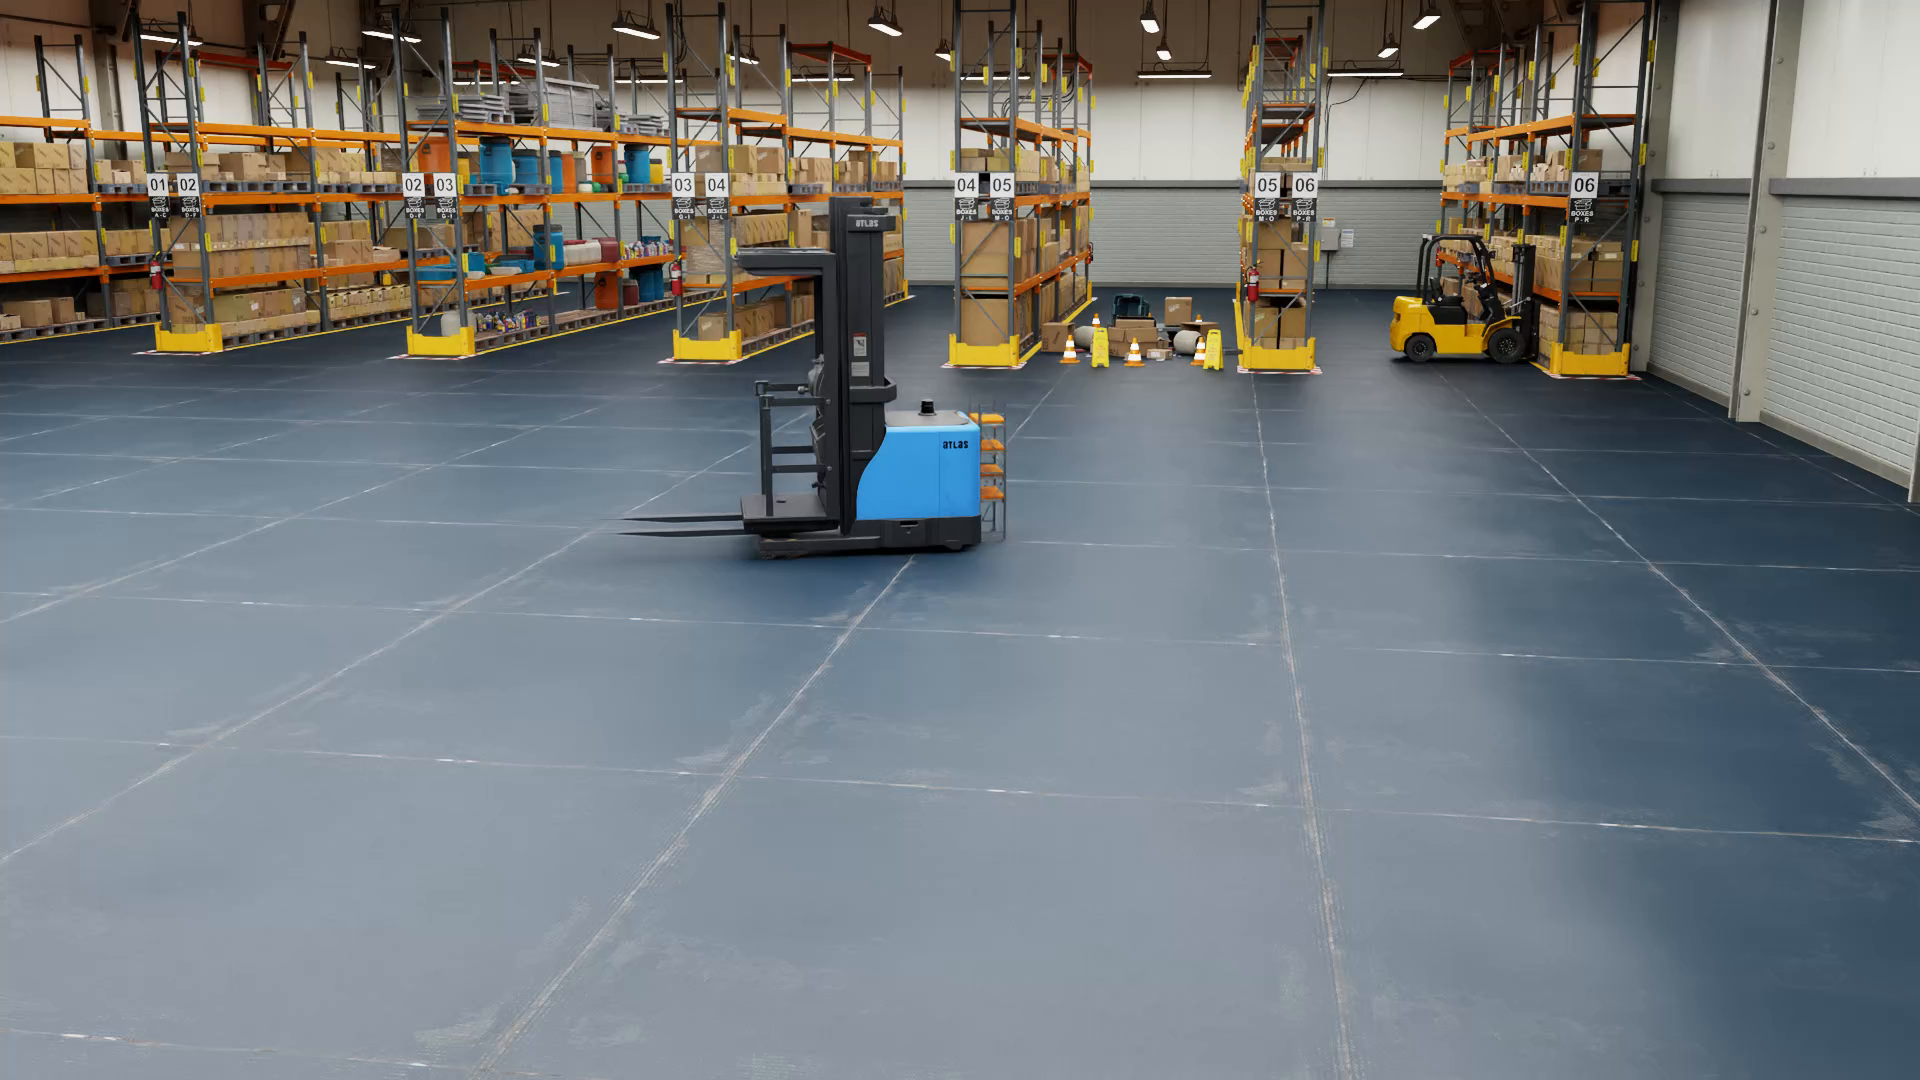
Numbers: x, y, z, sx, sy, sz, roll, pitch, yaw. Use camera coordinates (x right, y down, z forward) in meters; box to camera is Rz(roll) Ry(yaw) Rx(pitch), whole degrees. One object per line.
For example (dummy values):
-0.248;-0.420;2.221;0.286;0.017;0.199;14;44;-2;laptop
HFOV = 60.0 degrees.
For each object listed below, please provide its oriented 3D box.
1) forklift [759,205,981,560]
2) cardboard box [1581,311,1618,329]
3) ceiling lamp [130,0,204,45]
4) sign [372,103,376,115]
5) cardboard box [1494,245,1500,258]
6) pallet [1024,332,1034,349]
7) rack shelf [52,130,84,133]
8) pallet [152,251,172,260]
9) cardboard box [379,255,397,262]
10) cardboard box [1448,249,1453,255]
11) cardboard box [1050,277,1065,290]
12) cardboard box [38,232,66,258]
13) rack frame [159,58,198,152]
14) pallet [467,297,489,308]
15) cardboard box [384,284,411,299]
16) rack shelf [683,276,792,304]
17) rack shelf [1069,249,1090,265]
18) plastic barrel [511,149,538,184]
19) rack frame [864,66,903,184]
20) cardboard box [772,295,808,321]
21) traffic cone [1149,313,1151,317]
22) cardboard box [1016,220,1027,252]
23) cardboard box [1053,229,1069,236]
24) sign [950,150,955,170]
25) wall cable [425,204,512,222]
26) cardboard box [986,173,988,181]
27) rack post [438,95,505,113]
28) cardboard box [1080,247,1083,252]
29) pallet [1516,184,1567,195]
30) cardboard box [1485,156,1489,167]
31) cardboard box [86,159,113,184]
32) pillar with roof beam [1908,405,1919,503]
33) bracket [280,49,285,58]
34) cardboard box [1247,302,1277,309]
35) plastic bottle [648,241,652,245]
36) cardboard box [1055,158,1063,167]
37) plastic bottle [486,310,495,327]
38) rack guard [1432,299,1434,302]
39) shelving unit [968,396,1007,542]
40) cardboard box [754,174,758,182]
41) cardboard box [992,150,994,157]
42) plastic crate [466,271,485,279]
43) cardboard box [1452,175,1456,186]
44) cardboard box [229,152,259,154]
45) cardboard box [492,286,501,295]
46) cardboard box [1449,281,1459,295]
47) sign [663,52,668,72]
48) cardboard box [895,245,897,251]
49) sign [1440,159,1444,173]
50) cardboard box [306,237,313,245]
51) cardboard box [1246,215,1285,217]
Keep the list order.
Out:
-0.842;-1.376;14.074;1.939;2.867;1.129;-2;12;-9;forklift
10.491;-3.625;27.349;0.500;0.250;0.500;2;12;8;cardboard box
-15.784;-11.643;33.305;0.800;3.185;2.000;2;12;9;ceiling lamp
-16.156;-11.882;45.861;0.100;0.325;0.005;2;12;9;sign
11.072;-5.829;33.589;0.500;0.250;0.500;2;12;10;cardboard box
0.839;-3.794;31.598;1.003;0.211;1.213;2;12;9;pallet
-18.228;-8.909;36.494;0.919;0.052;3.809;2;12;9;rack shelf
-17.925;-6.563;38.283;1.213;0.211;1.003;2;12;9;pallet
-12.890;-6.330;37.343;0.380;0.149;0.250;2;12;9;cardboard box
12.101;-7.007;40.484;0.380;0.149;0.250;2;12;10;cardboard box
2.071;-5.737;37.150;0.500;0.250;0.500;2;12;8;cardboard box
-18.462;-5.962;33.568;0.500;0.500;0.500;2;12;7;cardboard box
-17.917;-9.741;38.335;0.949;2.616;0.053;2;12;9;rack frame
-12.498;-5.948;41.593;1.003;0.211;1.213;2;12;9;pallet
-12.862;-5.667;37.870;0.500;0.311;0.500;2;12;10;cardboard box
-4.160;-4.727;31.014;1.077;0.370;4.000;2;12;9;rack shelf
2.571;-7.043;41.762;1.077;0.370;4.000;2;12;9;rack shelf
-8.883;-7.479;33.769;0.600;0.901;0.708;2;12;9;plastic barrel
-2.007;-10.925;43.829;1.000;3.000;0.127;2;12;9;rack frame
-3.559;-4.830;34.675;0.700;0.500;0.500;1;12;4;cardboard box
3.804;-4.330;33.486;0.336;0.463;0.334;2;12;9;traffic cone
0.727;-5.387;29.451;0.875;0.550;0.550;2;12;9;cardboard box
2.354;-7.206;38.997;0.380;0.149;0.250;2;12;7;cardboard box
-0.116;-6.361;27.857;0.100;0.325;0.005;2;12;9;sign
-15.467;-11.055;51.800;3.097;2.526;0.112;2;12;9;wall cable
0.291;-6.370;29.174;0.380;0.149;0.250;2;12;8;cardboard box
-9.095;-8.123;31.003;0.937;0.300;0.954;2;12;8;rack post
2.923;-7.400;42.308;0.380;0.149;0.250;1;12;6;cardboard box
10.968;-6.570;31.195;0.805;0.209;1.217;1;12;6;pallet
12.096;-8.559;37.639;0.396;0.266;0.258;2;12;8;cardboard box
-18.372;-7.808;35.249;0.500;0.500;0.500;4;13;17;cardboard box
5.128;-4.871;15.735;9.100;9.000;0.400;2;12;9;pillar with roof beam
-17.638;-12.582;42.974;0.235;0.232;0.430;2;12;9;bracket
5.352;-3.958;29.487;0.500;0.500;0.500;2;12;7;cardboard box
-7.505;-7.061;40.253;0.144;0.351;0.185;2;12;9;plastic bottle
2.062;-8.218;36.330;0.396;0.266;0.258;2;12;9;cardboard box
-9.310;-4.381;32.948;0.144;0.351;0.185;1;12;6;plastic bottle
12.679;-6.274;42.418;1.175;0.500;0.348;2;12;9;rack guard
0.237;-0.624;14.539;0.258;1.200;0.503;-2;12;-9;shelving unit
-3.943;-6.678;30.649;0.380;0.149;0.250;1;12;7;cardboard box
0.407;-6.919;29.828;0.380;0.149;0.250;2;12;8;cardboard box
-8.906;-4.870;30.595;0.298;0.136;0.250;2;12;9;plastic crate
12.147;-8.645;40.020;0.500;0.250;0.500;2;12;8;cardboard box
-17.640;-9.444;41.014;0.500;0.250;0.500;1;12;7;cardboard box
-12.132;-6.463;42.700;0.500;0.311;0.500;2;12;9;cardboard box
12.173;-5.978;40.048;0.700;0.500;0.500;1;12;7;cardboard box
-5.013;-8.151;28.362;0.100;0.325;0.005;2;12;9;sign
-1.854;-7.627;43.358;0.380;0.149;0.250;2;12;10;cardboard box
12.154;-9.423;41.902;0.100;0.325;0.005;2;12;9;sign
-13.470;-6.119;33.989;0.380;0.149;0.250;2;12;9;cardboard box
5.558;-5.667;30.350;0.700;0.500;0.500;2;12;9;cardboard box
